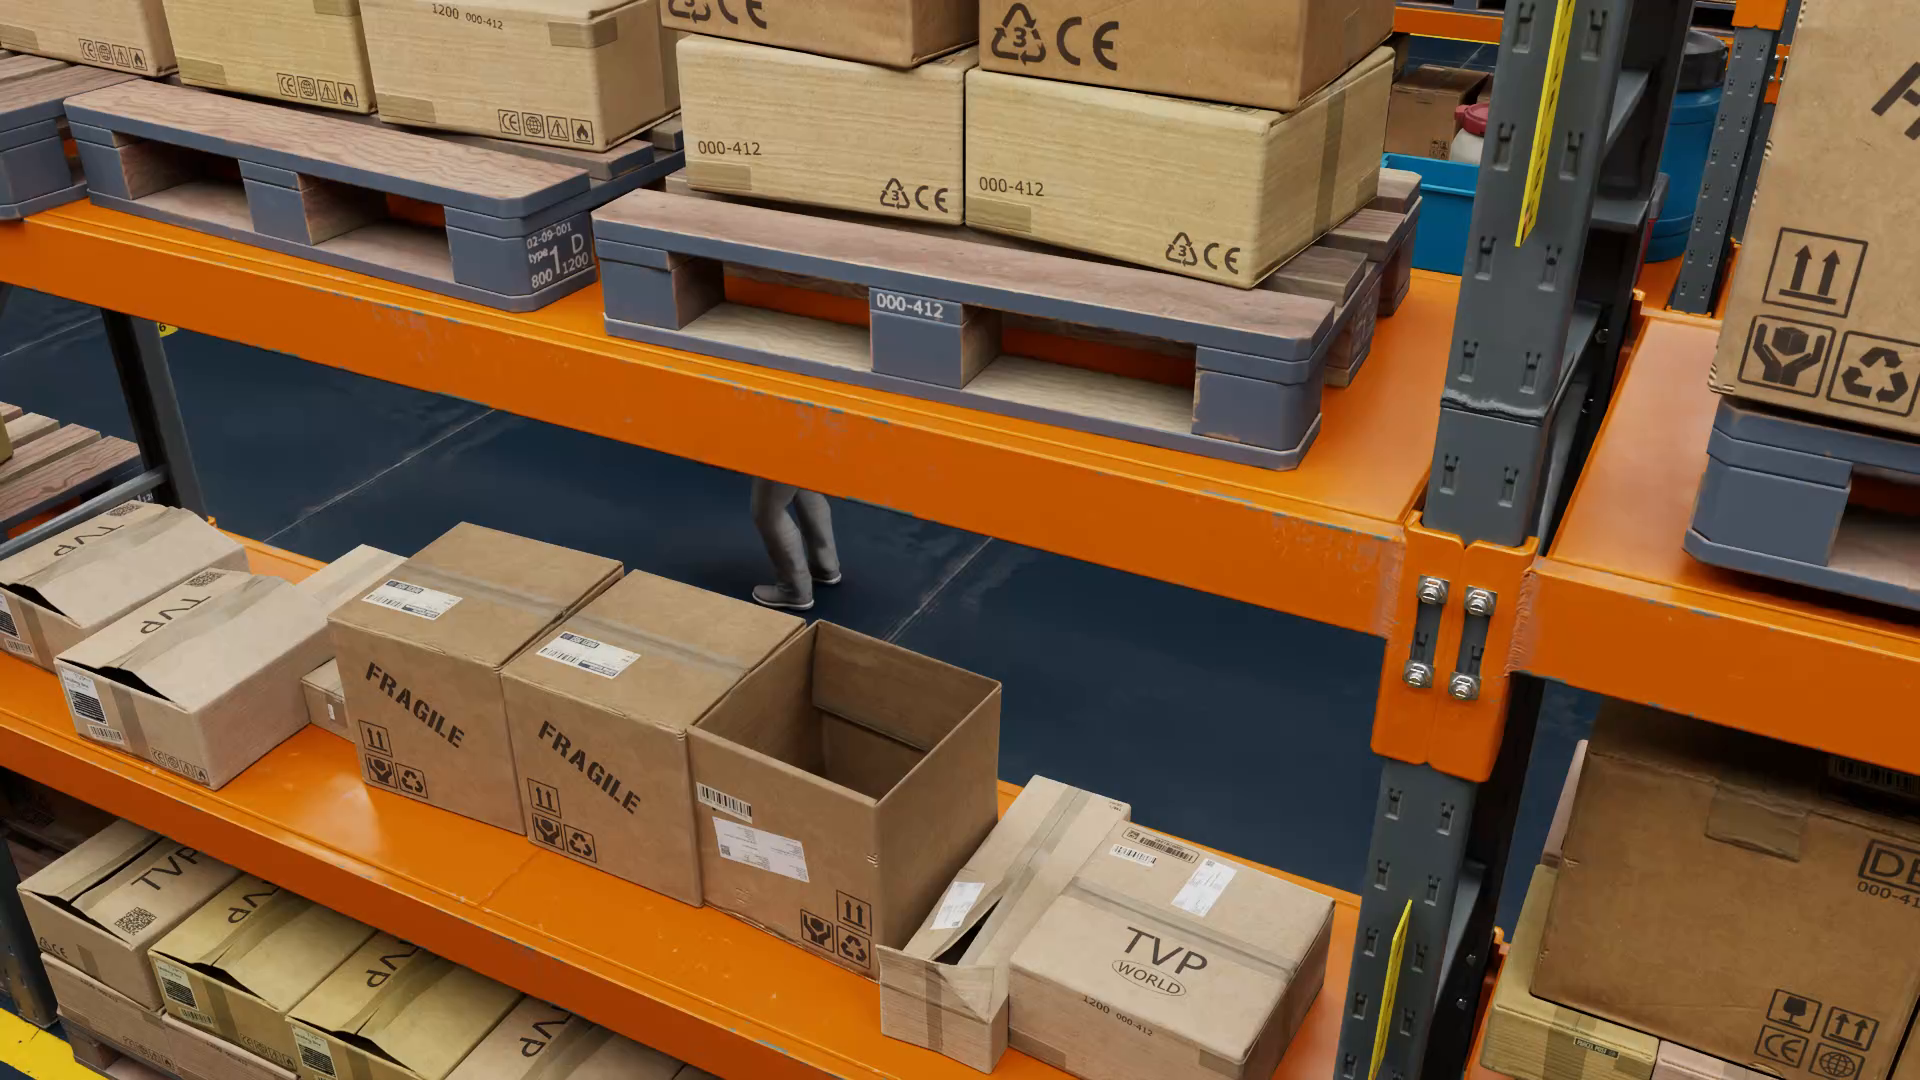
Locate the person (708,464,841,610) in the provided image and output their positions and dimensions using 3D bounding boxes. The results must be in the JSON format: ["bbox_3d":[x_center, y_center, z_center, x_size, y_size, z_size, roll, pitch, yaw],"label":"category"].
[{"bbox_3d":[-0.847,-0.456,7.068,0.715,1.516,0.411,14,33,22],"label":"person"}]
